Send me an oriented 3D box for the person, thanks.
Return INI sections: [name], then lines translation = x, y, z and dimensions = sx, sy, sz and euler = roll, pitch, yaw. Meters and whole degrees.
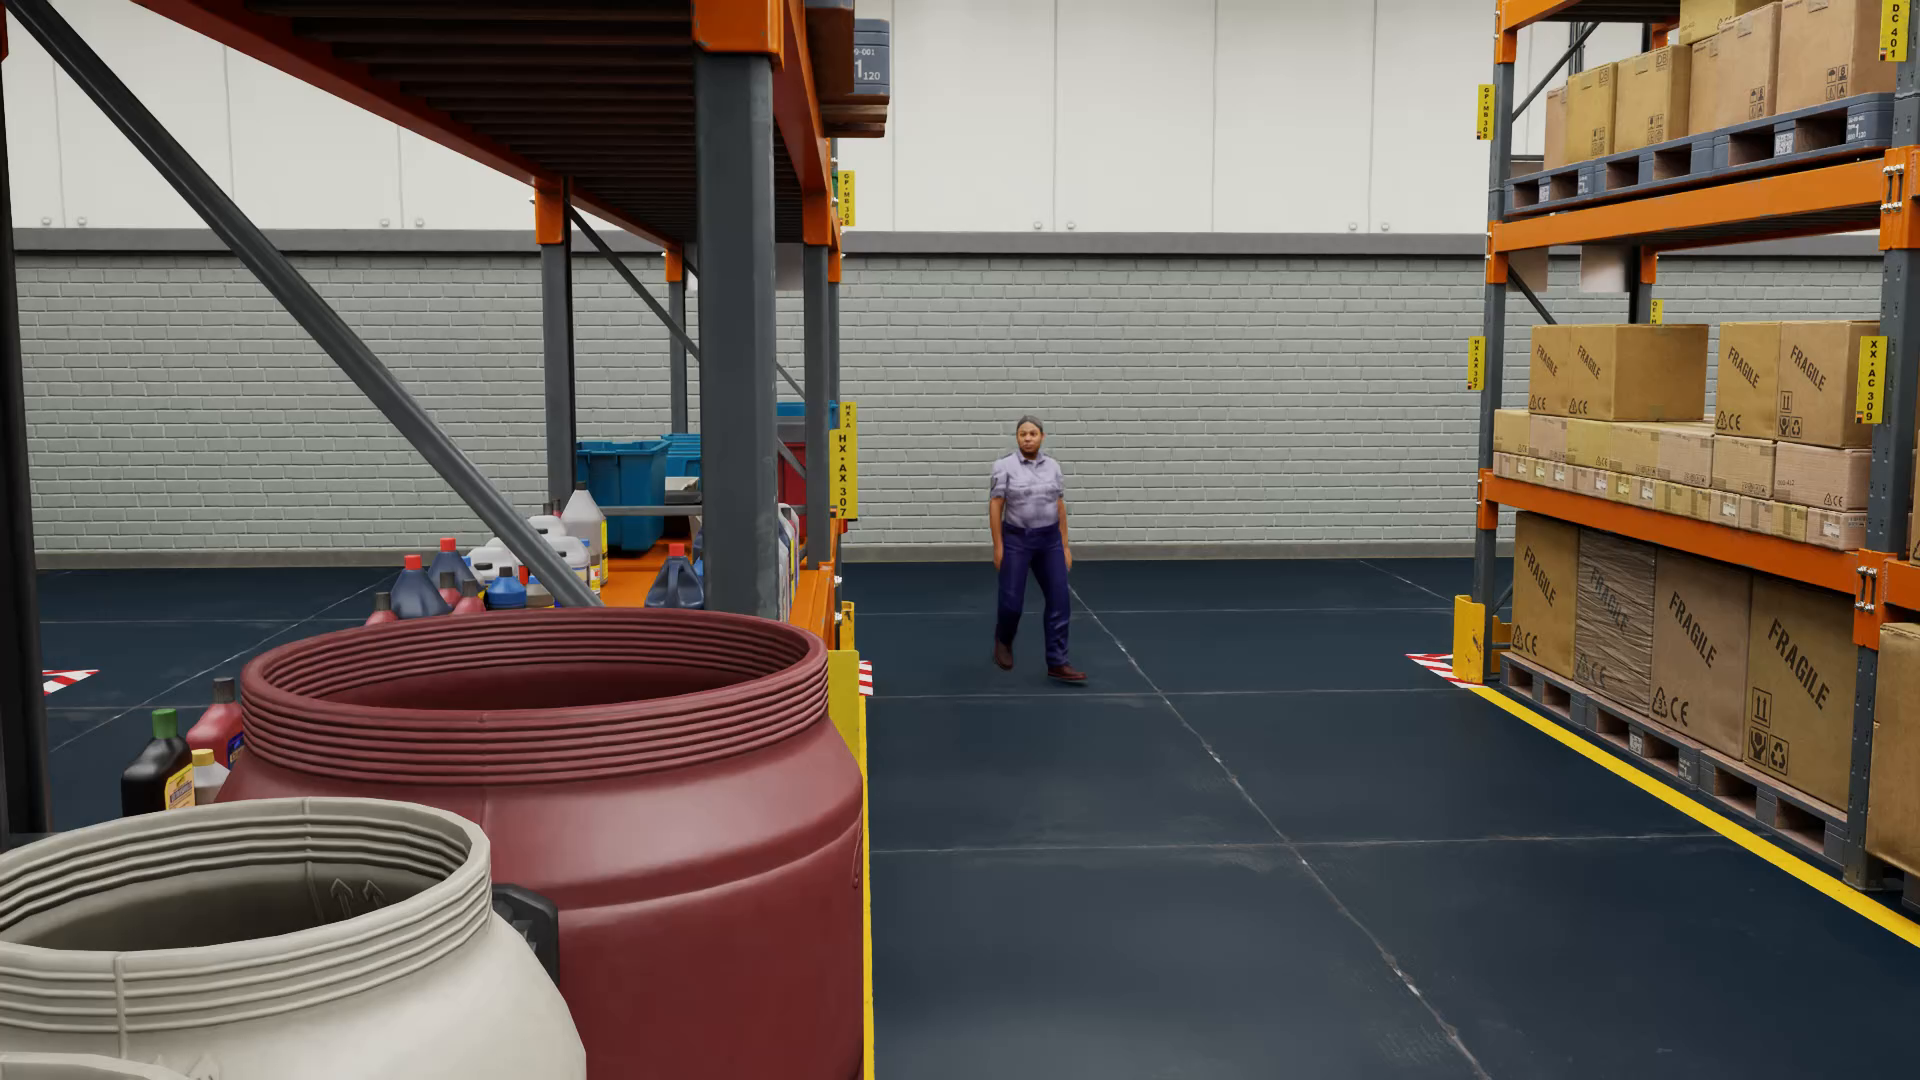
[person]
translation = 0.436, 0.041, 10.296
dimensions = 0.527, 1.629, 0.605
euler = -3, 8, -25
